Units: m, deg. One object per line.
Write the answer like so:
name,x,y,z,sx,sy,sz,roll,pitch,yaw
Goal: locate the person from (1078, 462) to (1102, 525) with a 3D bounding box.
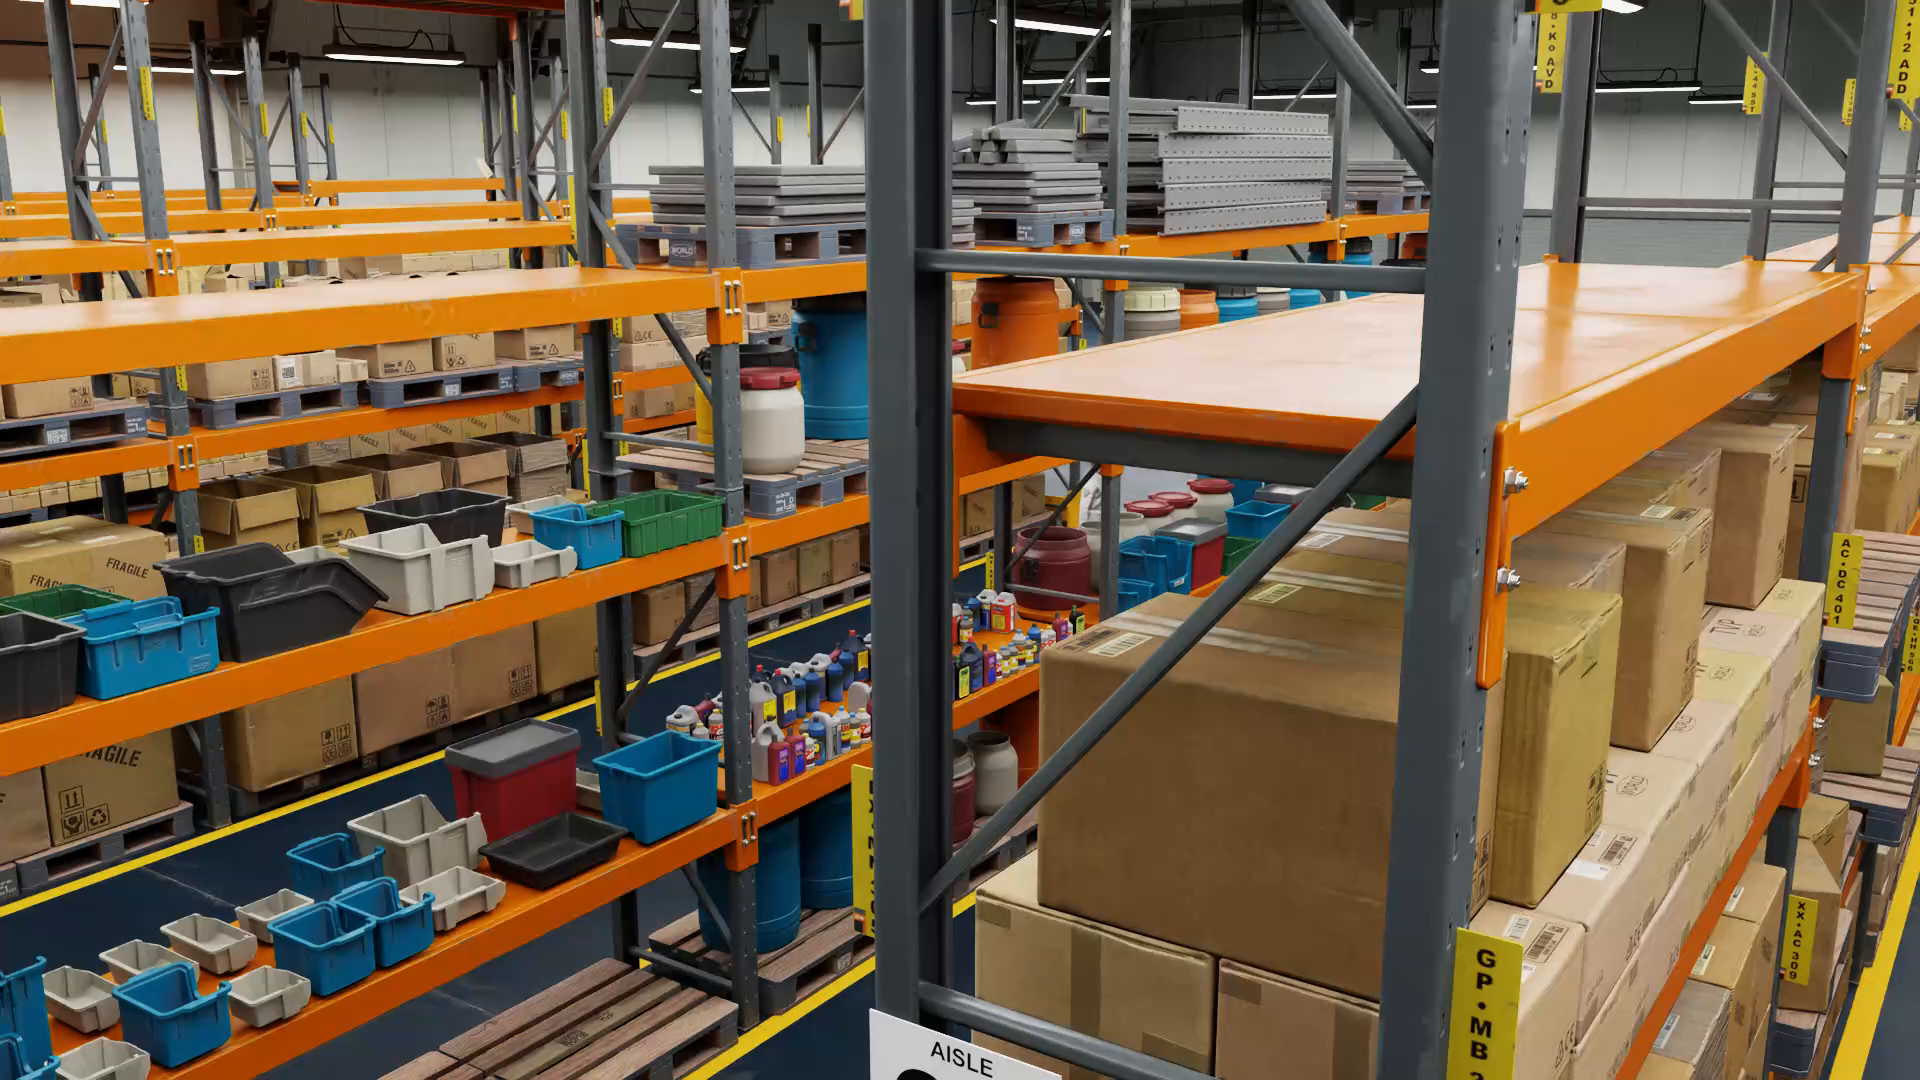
person,1.479,-0.136,17.527,0.754,1.640,0.600,3,13,11
